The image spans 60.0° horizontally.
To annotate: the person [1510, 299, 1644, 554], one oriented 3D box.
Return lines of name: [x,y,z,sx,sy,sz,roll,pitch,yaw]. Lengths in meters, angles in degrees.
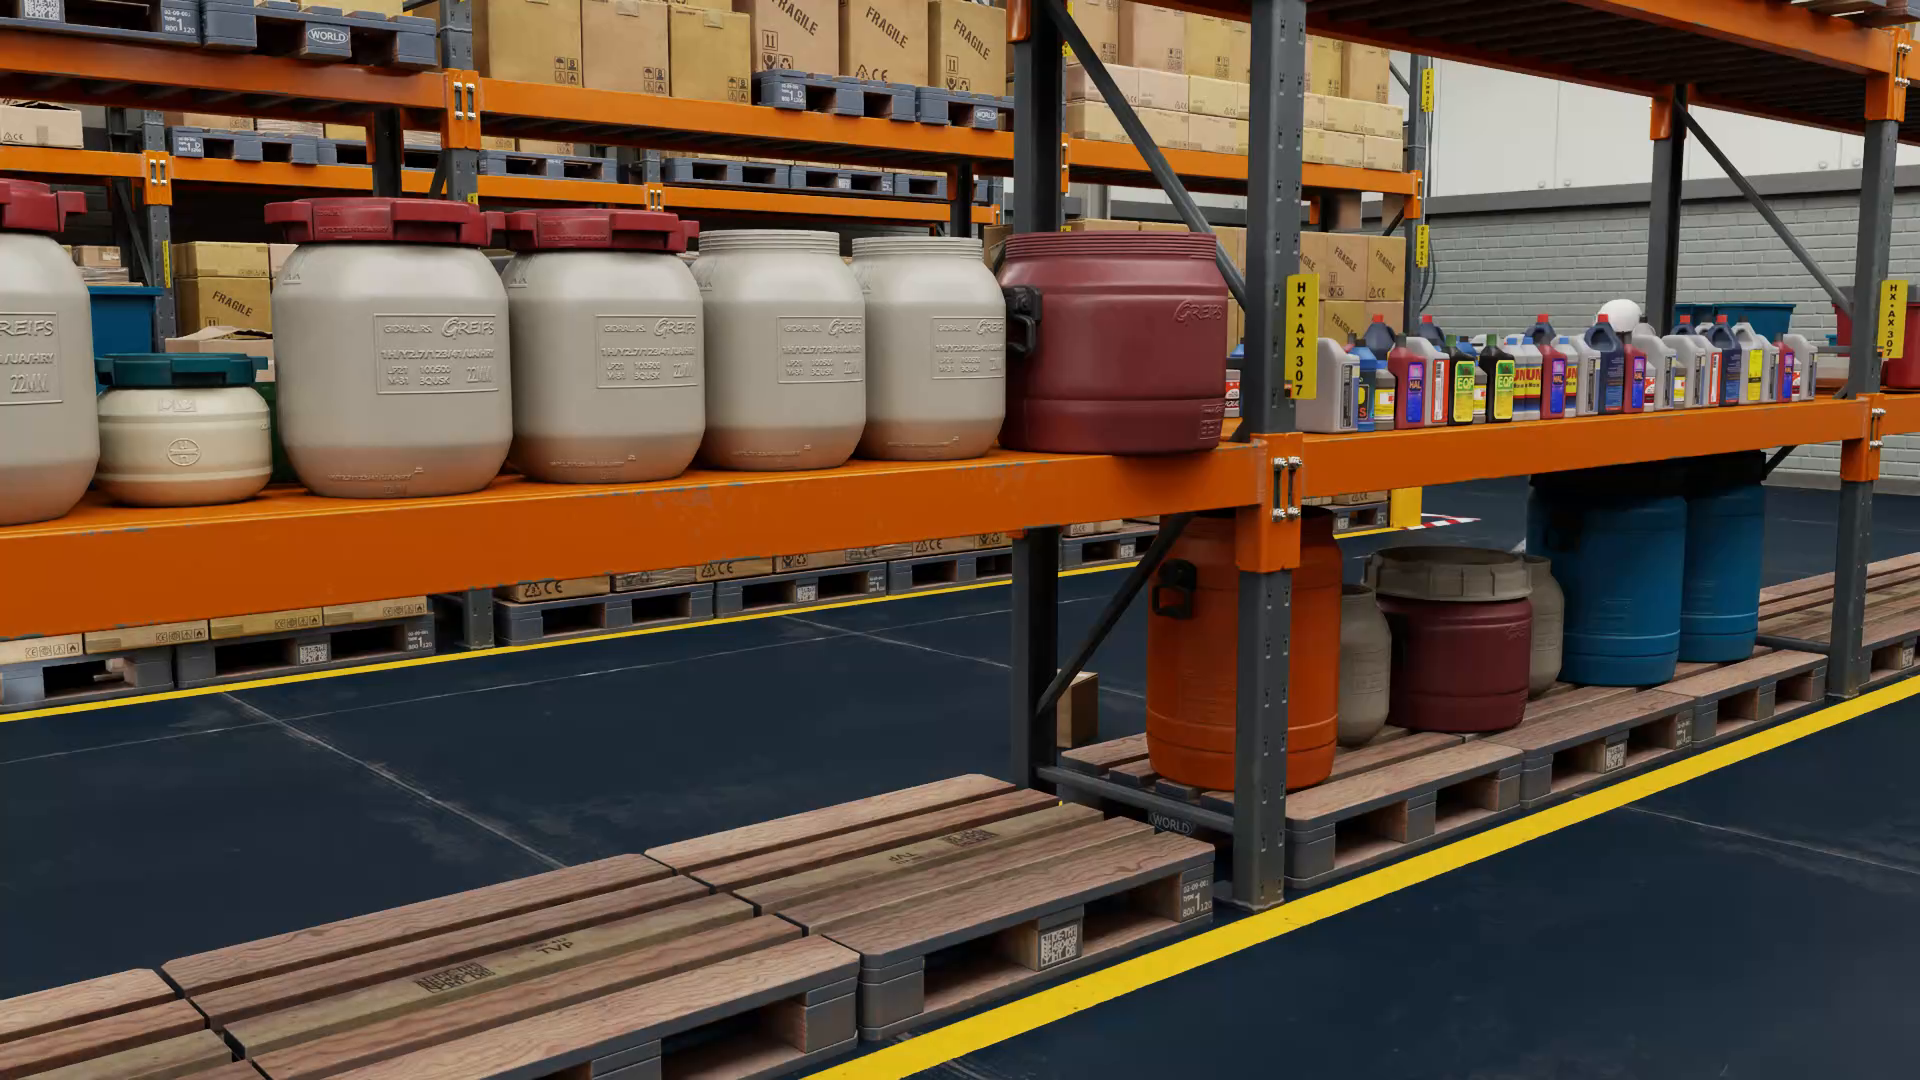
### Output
person: [3.426,-0.435,9.071,0.773,1.736,0.626,-2,8,-17]
